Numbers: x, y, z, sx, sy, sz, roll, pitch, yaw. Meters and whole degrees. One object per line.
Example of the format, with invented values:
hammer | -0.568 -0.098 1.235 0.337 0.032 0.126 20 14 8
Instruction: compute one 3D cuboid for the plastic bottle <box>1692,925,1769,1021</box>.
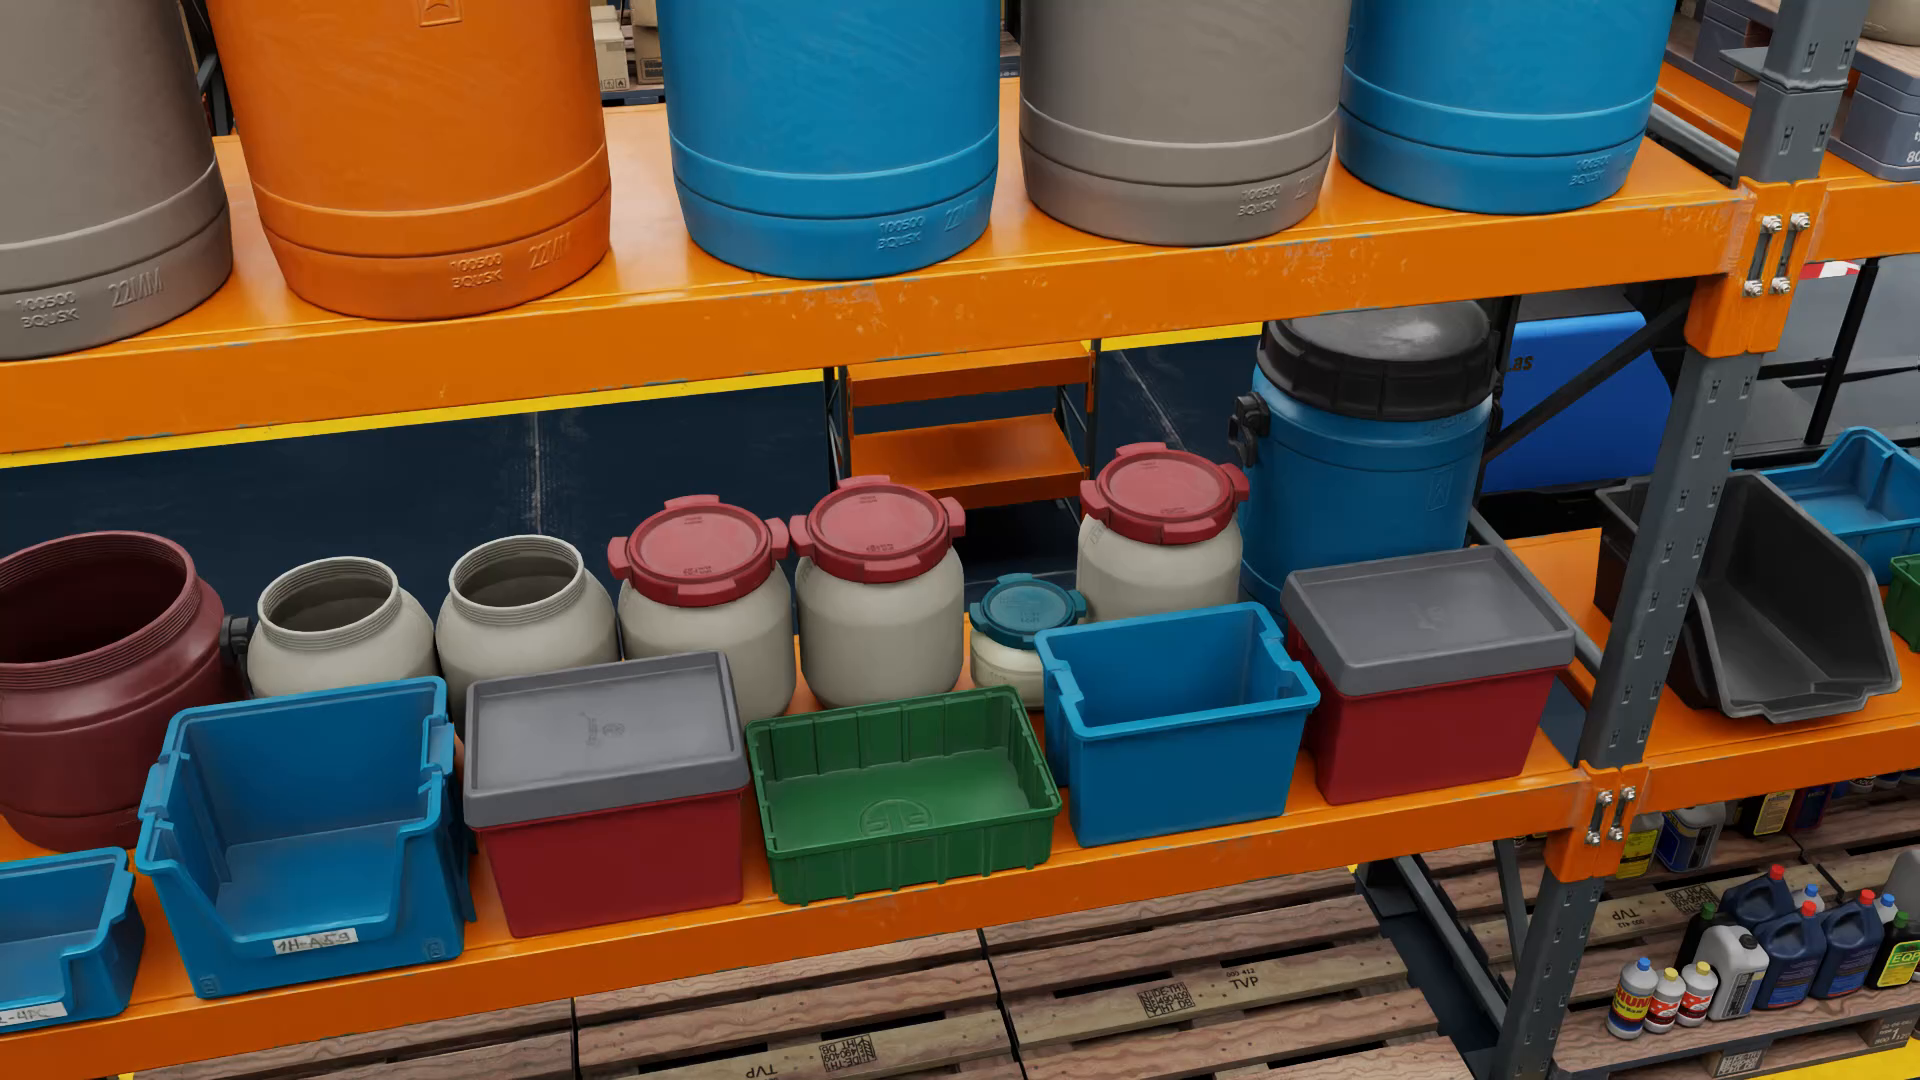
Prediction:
plastic bottle | 2.213 1.227 4.779 0.135 0.276 0.152 -6 34 -9

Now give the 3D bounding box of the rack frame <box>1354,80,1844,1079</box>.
rack frame | 1.497 0.134 4.358 0.127 3.000 1.000 -7 35 -11

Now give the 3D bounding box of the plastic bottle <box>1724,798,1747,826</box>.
plastic bottle | 2.563 0.752 5.419 0.185 0.351 0.144 -7 35 -11

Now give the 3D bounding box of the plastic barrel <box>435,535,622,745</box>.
plastic barrel | -1.038 0.285 4.033 0.421 0.512 0.421 0 34 0

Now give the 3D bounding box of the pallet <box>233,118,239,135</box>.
pallet | -2.826 -2.132 7.907 1.003 0.211 1.213 -7 35 -11

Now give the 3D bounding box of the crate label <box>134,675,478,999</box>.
crate label | -1.376 0.636 3.578 0.616 0.435 0.502 -7 35 -11

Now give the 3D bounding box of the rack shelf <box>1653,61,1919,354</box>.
rack shelf | 3.447 -1.058 4.089 4.000 0.370 1.077 -7 35 -11

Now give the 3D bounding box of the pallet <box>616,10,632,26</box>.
pallet | -2.520 -3.820 12.753 1.213 0.211 1.003 -7 35 -11

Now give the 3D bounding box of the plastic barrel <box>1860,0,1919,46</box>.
plastic barrel | 1.960 -1.278 3.294 0.421 0.512 0.421 0 34 0

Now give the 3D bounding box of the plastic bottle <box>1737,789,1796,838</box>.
plastic bottle | 2.611 0.833 5.360 0.133 0.283 0.061 -7 35 -11

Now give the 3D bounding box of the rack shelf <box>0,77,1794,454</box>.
rack shelf | -0.454 -0.567 3.356 4.000 0.370 1.077 -7 35 -11

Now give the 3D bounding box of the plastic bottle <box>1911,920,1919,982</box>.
plastic bottle | 2.841 1.195 4.894 0.097 0.201 0.097 0 34 0

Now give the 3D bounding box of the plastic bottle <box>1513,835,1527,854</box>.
plastic bottle | 1.782 0.900 5.334 0.097 0.201 0.097 0 34 0

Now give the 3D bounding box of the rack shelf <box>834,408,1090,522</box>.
rack shelf | -0.007 -0.263 7.072 1.000 0.278 0.538 -7 35 -11

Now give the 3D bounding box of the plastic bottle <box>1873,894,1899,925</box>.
plastic bottle | 2.695 1.149 4.899 0.097 0.271 0.097 0 34 0

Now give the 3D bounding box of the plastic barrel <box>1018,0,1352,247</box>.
plastic barrel | 0.410 -1.059 2.994 0.600 0.901 0.600 0 34 0

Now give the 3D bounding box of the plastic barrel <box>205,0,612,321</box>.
plastic barrel | -0.918 -0.861 2.764 0.708 0.830 0.600 -7 35 -11

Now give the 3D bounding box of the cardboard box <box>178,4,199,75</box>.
cardboard box | -5.585 -3.626 11.827 0.500 0.500 0.500 -6 34 -9

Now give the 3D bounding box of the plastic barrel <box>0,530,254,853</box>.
plastic barrel | -2.019 0.348 3.918 0.708 0.536 0.600 -7 35 -11

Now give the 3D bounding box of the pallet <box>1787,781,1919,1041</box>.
pallet | 3.353 1.080 5.451 1.213 0.211 1.003 -7 35 -11

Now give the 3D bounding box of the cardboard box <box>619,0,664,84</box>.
cardboard box | -1.267 -2.512 7.831 0.637 0.503 0.797 -4 34 -6

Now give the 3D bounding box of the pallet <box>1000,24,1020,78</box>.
pallet | -0.374 -2.463 8.401 1.213 0.211 1.003 -7 35 -11

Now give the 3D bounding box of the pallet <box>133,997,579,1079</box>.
pallet | -1.641 1.710 4.513 1.213 0.211 1.003 -7 35 -11

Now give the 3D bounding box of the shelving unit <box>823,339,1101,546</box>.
shelving unit | -0.007 -0.466 6.935 1.048 1.125 0.538 -7 35 -11

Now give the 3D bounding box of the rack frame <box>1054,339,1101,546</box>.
rack frame | 0.489 -0.529 7.028 0.032 1.125 0.500 -7 35 -11

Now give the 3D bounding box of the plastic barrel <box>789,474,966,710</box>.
plastic barrel | -0.201 0.166 4.188 0.433 0.535 0.433 0 34 0

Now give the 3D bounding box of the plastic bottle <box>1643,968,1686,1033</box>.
plastic bottle | 2.003 1.300 4.737 0.097 0.201 0.097 0 34 0

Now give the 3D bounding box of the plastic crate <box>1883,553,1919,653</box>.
plastic crate | 2.883 0.209 4.437 0.662 0.188 0.450 -7 35 -11

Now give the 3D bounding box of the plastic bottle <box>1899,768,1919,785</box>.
plastic bottle | 3.227 0.688 5.586 0.097 0.271 0.097 0 34 0

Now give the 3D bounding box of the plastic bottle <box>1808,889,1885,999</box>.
plastic bottle | 2.560 1.155 4.820 0.185 0.351 0.144 -9 35 -13

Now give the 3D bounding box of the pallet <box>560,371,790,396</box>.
pallet | -1.547 -1.151 8.776 1.213 0.211 1.003 -7 35 -11

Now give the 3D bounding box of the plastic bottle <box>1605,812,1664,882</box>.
plastic bottle | 2.093 0.894 5.208 0.185 0.351 0.144 -7 35 -11

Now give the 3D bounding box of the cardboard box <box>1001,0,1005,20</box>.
cardboard box | 0.037 -4.597 12.939 0.875 0.875 0.875 -7 34 -10

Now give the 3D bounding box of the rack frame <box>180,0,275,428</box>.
rack frame | -3.498 -2.066 7.637 0.127 3.000 1.000 -7 35 -11

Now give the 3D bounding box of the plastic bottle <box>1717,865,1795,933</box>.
plastic bottle | 2.344 1.100 4.902 0.185 0.351 0.144 -7 35 -11

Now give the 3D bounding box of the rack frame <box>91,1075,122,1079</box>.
rack frame | -2.406 0.624 3.628 0.053 2.616 0.949 -7 35 -11

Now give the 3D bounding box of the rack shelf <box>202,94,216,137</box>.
rack shelf | -5.448 -1.521 7.471 4.000 0.370 1.077 -7 35 -11

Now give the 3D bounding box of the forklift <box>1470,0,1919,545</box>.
forklift | 3.344 -1.577 6.969 3.031 2.935 1.130 -7 34 -10

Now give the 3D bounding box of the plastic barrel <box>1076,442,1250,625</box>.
plastic barrel | 0.515 0.076 4.322 0.433 0.535 0.433 0 34 0

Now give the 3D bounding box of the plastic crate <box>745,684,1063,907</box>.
plastic crate | -0.140 0.590 3.869 0.662 0.188 0.450 -7 35 -11

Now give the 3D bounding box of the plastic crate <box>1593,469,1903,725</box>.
plastic crate | 2.035 0.165 4.368 0.504 0.338 0.767 -7 35 -11

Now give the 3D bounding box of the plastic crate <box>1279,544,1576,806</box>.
plastic crate | 1.092 0.334 4.004 0.583 0.464 0.402 -7 35 -11

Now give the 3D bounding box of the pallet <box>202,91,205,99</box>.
pallet | -5.256 -3.521 12.307 1.213 0.211 1.003 -7 35 -11

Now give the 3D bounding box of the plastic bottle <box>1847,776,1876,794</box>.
plastic bottle | 3.032 0.742 5.569 0.097 0.201 0.097 0 34 0
